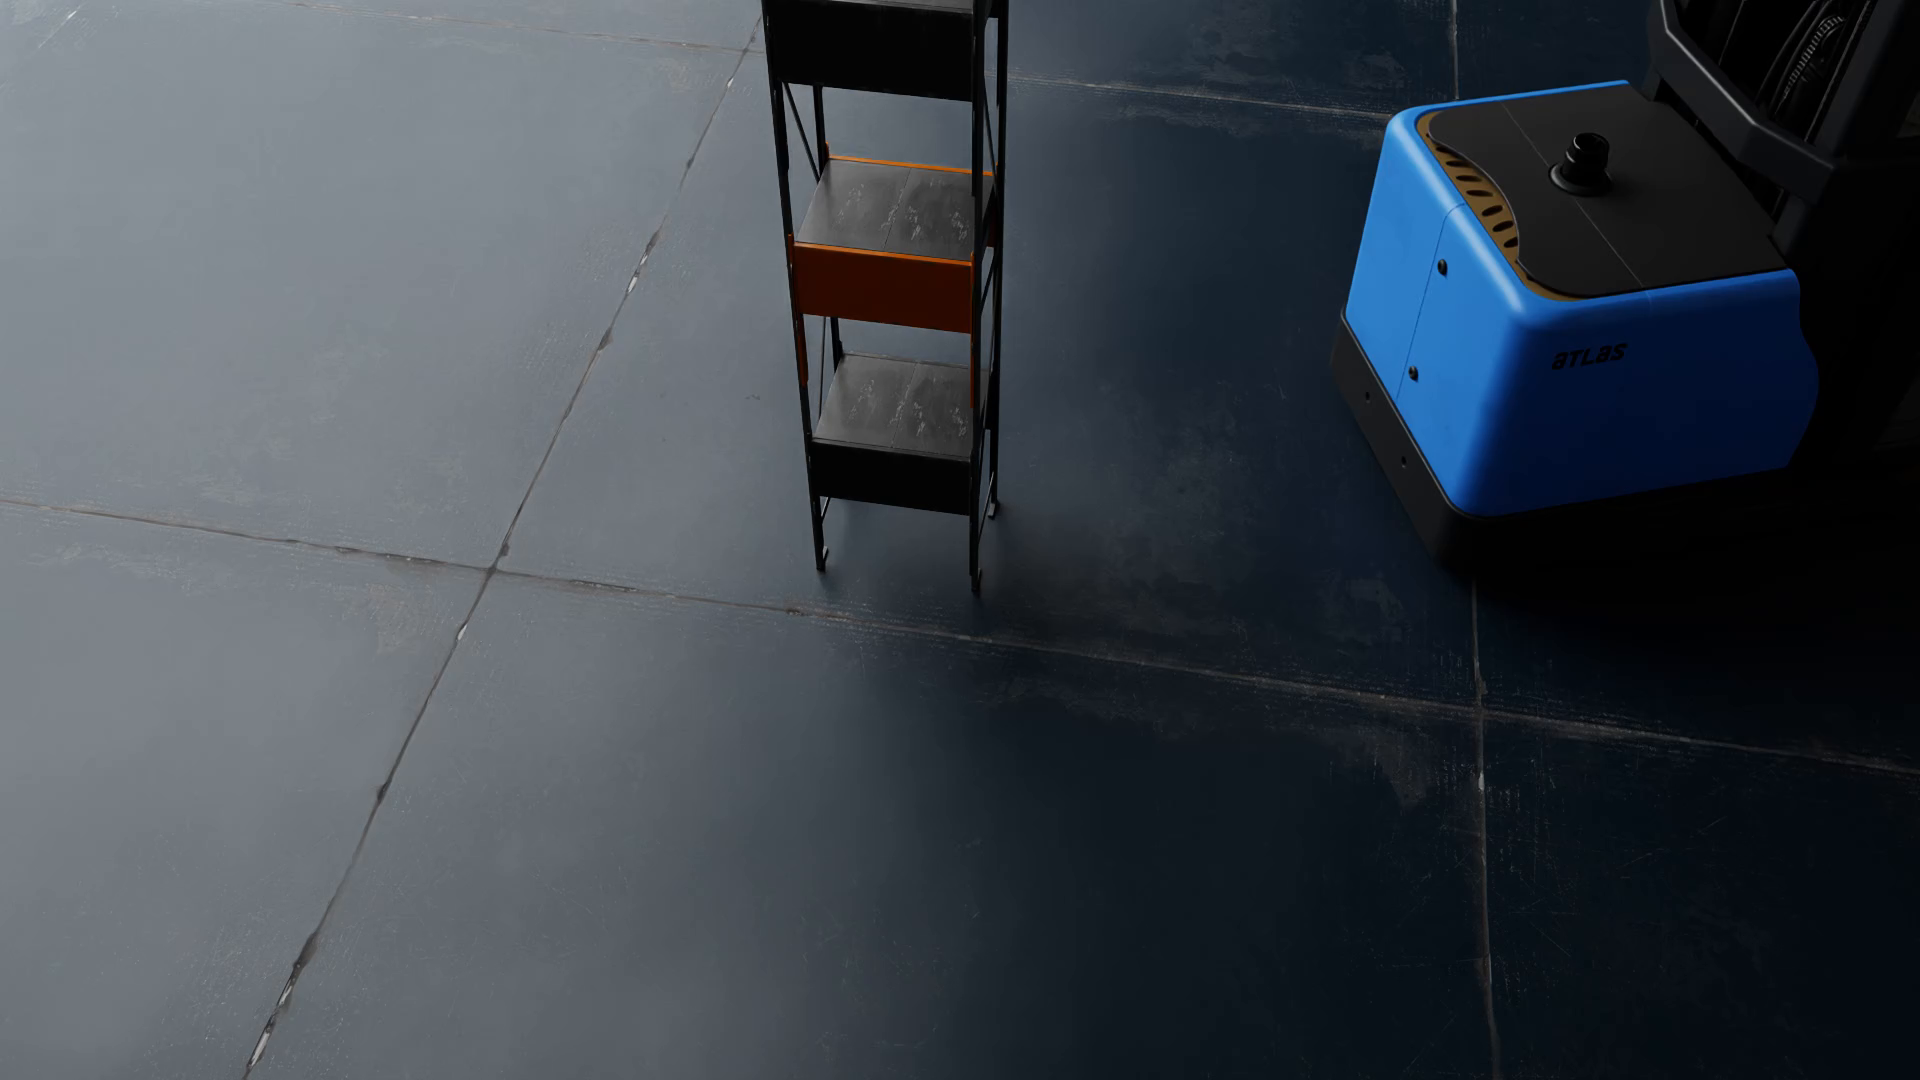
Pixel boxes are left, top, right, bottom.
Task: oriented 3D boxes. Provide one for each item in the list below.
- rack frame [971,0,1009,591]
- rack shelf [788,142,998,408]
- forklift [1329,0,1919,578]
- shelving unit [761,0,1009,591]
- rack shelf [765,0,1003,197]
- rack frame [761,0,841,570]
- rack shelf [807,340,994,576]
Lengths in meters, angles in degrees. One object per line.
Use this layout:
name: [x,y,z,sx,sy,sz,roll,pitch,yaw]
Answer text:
rack frame: [0.077,-0.691,4.460,0.015,2.100,0.400,8,49,7]
rack shelf: [-0.163,-0.715,4.499,0.480,0.518,0.431,8,49,7]
forklift: [2.832,-1.434,4.568,3.031,2.935,1.130,-9,49,-8]
shelving unit: [-0.163,-0.724,4.489,0.503,2.100,0.431,8,49,7]
rack shelf: [-0.163,-1.182,3.978,0.480,0.518,0.431,8,49,7]
rack frame: [-0.403,-0.756,4.518,0.015,2.100,0.400,8,49,7]
rack shelf: [-0.163,-0.247,5.019,0.480,0.518,0.431,8,49,7]
